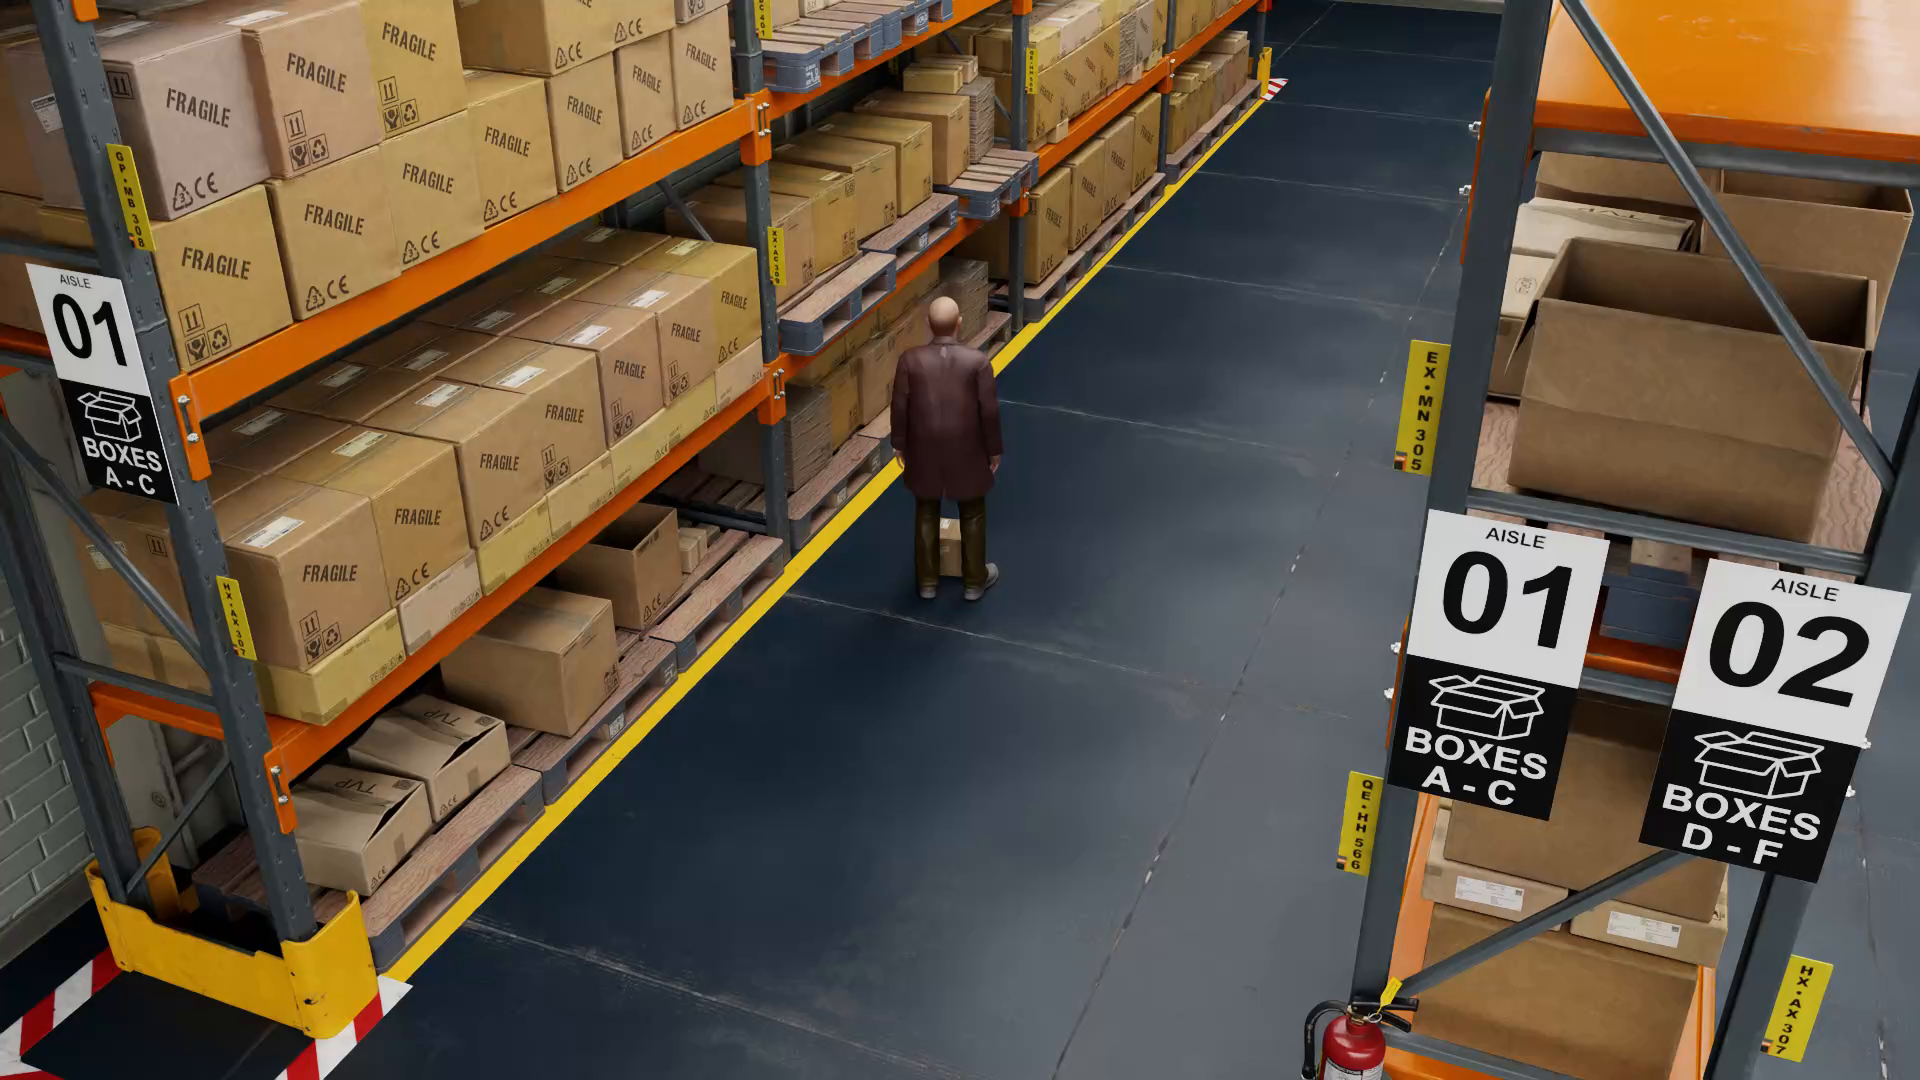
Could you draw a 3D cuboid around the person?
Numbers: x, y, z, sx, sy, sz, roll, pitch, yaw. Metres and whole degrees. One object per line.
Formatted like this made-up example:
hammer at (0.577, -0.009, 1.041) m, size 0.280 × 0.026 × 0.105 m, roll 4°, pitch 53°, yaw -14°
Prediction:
person at (-0.074, -0.501, 9.314) m, size 0.642 × 1.774 × 0.423 m, roll 4°, pitch 29°, yaw 7°
